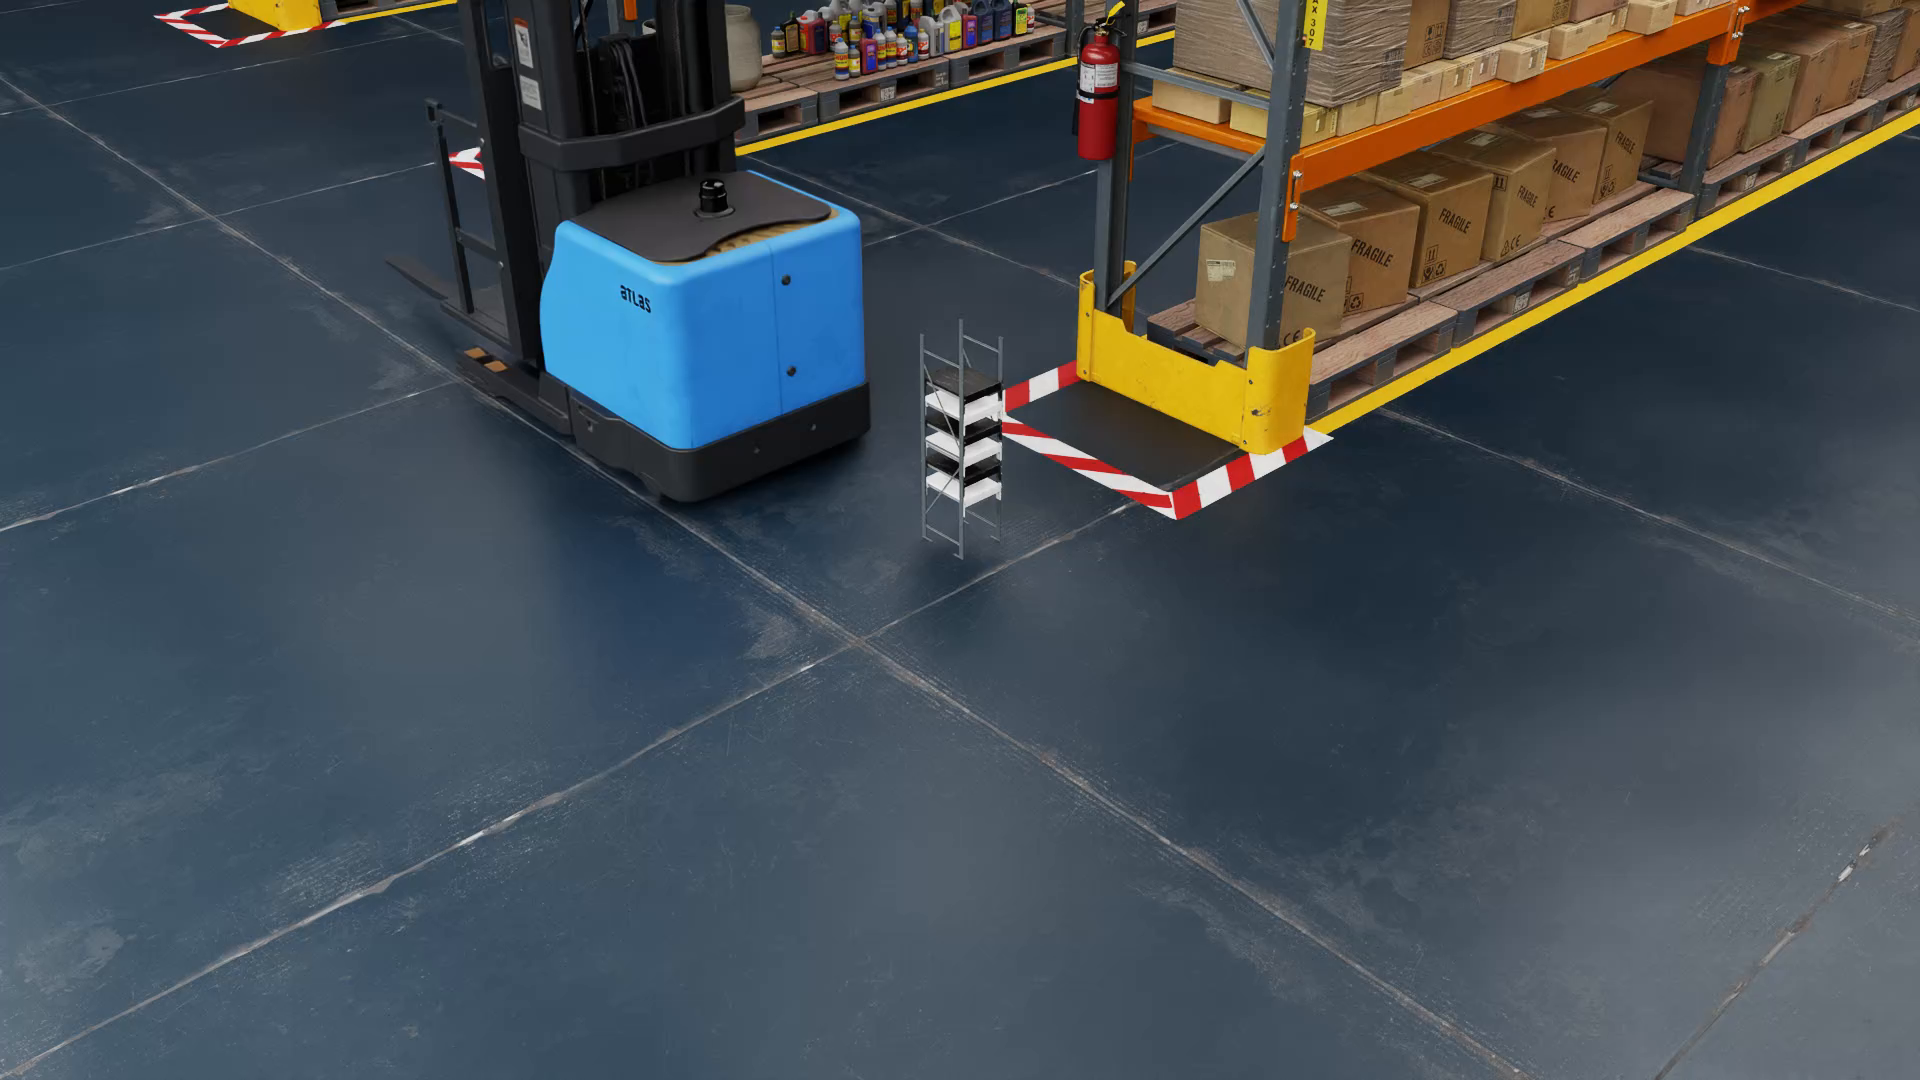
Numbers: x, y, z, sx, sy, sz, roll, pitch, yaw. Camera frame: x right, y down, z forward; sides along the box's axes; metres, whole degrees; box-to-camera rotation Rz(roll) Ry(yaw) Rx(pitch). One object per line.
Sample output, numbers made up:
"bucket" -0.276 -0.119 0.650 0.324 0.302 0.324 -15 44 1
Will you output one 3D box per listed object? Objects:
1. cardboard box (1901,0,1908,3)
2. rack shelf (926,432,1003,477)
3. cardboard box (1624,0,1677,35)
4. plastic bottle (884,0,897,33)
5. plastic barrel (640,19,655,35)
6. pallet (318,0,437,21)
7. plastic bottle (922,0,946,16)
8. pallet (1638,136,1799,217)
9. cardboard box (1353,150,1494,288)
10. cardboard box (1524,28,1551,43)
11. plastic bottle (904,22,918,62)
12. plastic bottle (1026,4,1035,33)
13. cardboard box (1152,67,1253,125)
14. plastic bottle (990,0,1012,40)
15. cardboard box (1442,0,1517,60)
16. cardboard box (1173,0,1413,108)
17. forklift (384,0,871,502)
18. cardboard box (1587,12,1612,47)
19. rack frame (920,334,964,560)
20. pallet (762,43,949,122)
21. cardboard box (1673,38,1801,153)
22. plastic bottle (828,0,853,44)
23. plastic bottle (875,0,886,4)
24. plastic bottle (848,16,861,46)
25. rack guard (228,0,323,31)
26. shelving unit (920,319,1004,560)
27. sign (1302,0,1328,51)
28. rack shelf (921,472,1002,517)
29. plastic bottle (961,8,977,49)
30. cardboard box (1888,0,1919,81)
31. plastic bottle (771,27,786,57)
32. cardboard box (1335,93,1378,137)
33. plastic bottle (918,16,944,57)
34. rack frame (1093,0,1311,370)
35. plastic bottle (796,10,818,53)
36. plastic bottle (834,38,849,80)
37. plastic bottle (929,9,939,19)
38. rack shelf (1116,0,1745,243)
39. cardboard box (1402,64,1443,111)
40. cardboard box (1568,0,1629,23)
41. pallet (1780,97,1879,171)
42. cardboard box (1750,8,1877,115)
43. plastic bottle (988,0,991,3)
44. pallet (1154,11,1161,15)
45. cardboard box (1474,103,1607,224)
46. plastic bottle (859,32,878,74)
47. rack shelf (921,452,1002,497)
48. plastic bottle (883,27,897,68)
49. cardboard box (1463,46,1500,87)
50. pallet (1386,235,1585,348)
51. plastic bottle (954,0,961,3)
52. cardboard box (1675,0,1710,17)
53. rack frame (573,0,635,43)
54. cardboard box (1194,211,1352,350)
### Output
"cardboard box" 6.400 -3.929 11.556 0.500 0.250 0.500 -24 39 -34
"rack shelf" 0.006 -0.358 6.537 0.200 0.077 0.258 -26 40 -35
"cardboard box" 3.458 -2.741 8.597 0.250 0.149 0.380 -26 40 -35
"plastic bottle" -0.525 -3.976 12.570 0.097 0.271 0.097 0 31 0
"plastic barrel" -1.933 -3.175 11.049 0.421 0.512 0.421 0 31 0
"pallet" -5.196 -4.788 14.378 1.213 0.211 1.003 -26 40 -35
"plastic bottle" -0.206 -4.088 12.678 0.185 0.351 0.144 -26 40 -35
"pallet" 4.507 -2.406 10.482 1.213 0.211 1.003 -26 40 -35
"cardboard box" 2.361 -1.667 8.595 0.500 0.500 0.500 -22 38 -31
"cardboard box" 2.634 -2.437 8.101 0.250 0.149 0.380 -26 40 -35
"plastic bottle" -0.349 -3.571 11.908 0.097 0.271 0.097 0 31 0
"plastic bottle" 0.516 -3.959 12.610 0.097 0.201 0.097 0 31 0
"cardboard box" 1.073 -1.973 7.341 0.250 0.149 0.380 -26 40 -35
"plastic bottle" 0.294 -3.932 12.423 0.185 0.351 0.144 -27 41 -37
"cardboard box" 2.107 -2.638 7.808 0.500 0.500 0.875 -26 40 -35
"cardboard box" 1.426 -2.254 7.180 0.500 0.500 0.875 -26 40 -35
"forklift" -1.767 -2.088 7.356 1.130 2.935 3.031 -26 40 -35
"cardboard box" 3.029 -2.598 8.365 0.250 0.149 0.380 -26 40 -35
"rack frame" -0.069 -0.351 6.461 0.006 0.900 0.240 -26 40 -35
"pallet" -0.846 -3.366 12.053 1.213 0.211 1.003 -26 40 -35
"cardboard box" 4.765 -2.811 10.447 0.500 0.500 0.700 -26 40 -36
"plastic bottle" -0.891 -3.860 12.304 0.185 0.351 0.144 -24 39 -34
"plastic bottle" -0.592 -4.005 12.606 0.133 0.283 0.061 -24 39 -33
"plastic bottle" -0.777 -3.765 12.293 0.097 0.201 0.097 0 31 0
"rack guard" -5.746 -4.616 13.819 0.348 0.500 1.175 -26 40 -35
"shelving unit" 0.006 -0.387 6.520 0.210 0.900 0.258 -26 40 -35
"sign" 1.373 -2.062 6.416 0.005 0.325 0.100 -26 40 -35
"rack shelf" 0.006 -0.205 6.631 0.200 0.077 0.258 -26 40 -35
"plastic bottle" 0.062 -3.762 12.208 0.133 0.283 0.061 -23 38 -32
"cardboard box" 6.393 -3.613 11.758 0.700 0.500 0.500 27 40 36
"plastic bottle" -1.315 -3.607 12.035 0.097 0.201 0.097 0 31 0
"cardboard box" 1.572 -1.884 7.196 0.250 0.149 0.380 -26 40 -35
"plastic bottle" -0.206 -3.661 12.052 0.135 0.276 0.152 -25 39 -35
"rack frame" 1.004 -1.900 6.981 0.127 3.000 1.000 -26 40 -35
"plastic bottle" -1.111 -3.718 12.144 0.135 0.276 0.152 -25 40 -35
"plastic bottle" -0.822 -3.342 11.534 0.097 0.271 0.097 0 31 0
"plastic bottle" -0.173 -3.751 12.191 0.133 0.283 0.061 -26 40 -35
"rack shelf" 2.471 -2.302 8.329 4.000 0.370 1.077 -26 40 -35
"cardboard box" 1.935 -2.063 7.490 0.250 0.149 0.380 -26 40 -35
"cardboard box" 2.877 -2.972 8.355 0.500 0.500 0.875 -26 40 -35
"pallet" 5.402 -2.841 11.193 1.213 0.211 1.003 -26 40 -35
"cardboard box" 5.584 -3.208 11.095 0.500 0.500 0.700 -22 38 -32
"plastic bottle" 0.196 -3.987 12.513 0.185 0.351 0.144 -26 40 -35
"pallet" 2.014 -4.752 14.319 1.213 0.211 1.003 -26 40 -35
"cardboard box" 3.202 -2.099 9.300 0.500 0.500 0.500 -13 34 -21
"plastic bottle" -0.644 -3.420 11.650 0.133 0.283 0.061 -25 39 -35
"rack shelf" 0.006 -0.282 6.584 0.200 0.077 0.258 -26 40 -35
"plastic bottle" -0.497 -3.499 11.791 0.097 0.271 0.097 0 31 0
"cardboard box" 2.287 -2.248 7.792 0.250 0.149 0.380 -26 40 -35
"pallet" 2.574 -1.442 8.906 1.213 0.211 1.003 -26 40 -35
"plastic bottle" -0.036 -4.226 13.046 0.097 0.201 0.097 0 31 0
"cardboard box" 3.790 -2.938 8.920 0.250 0.149 0.380 -26 40 -35
"rack frame" -2.363 -3.794 10.080 0.127 3.000 1.000 -26 40 -35
"cardboard box" 1.474 -1.228 7.876 0.500 0.500 0.500 -18 36 -27
